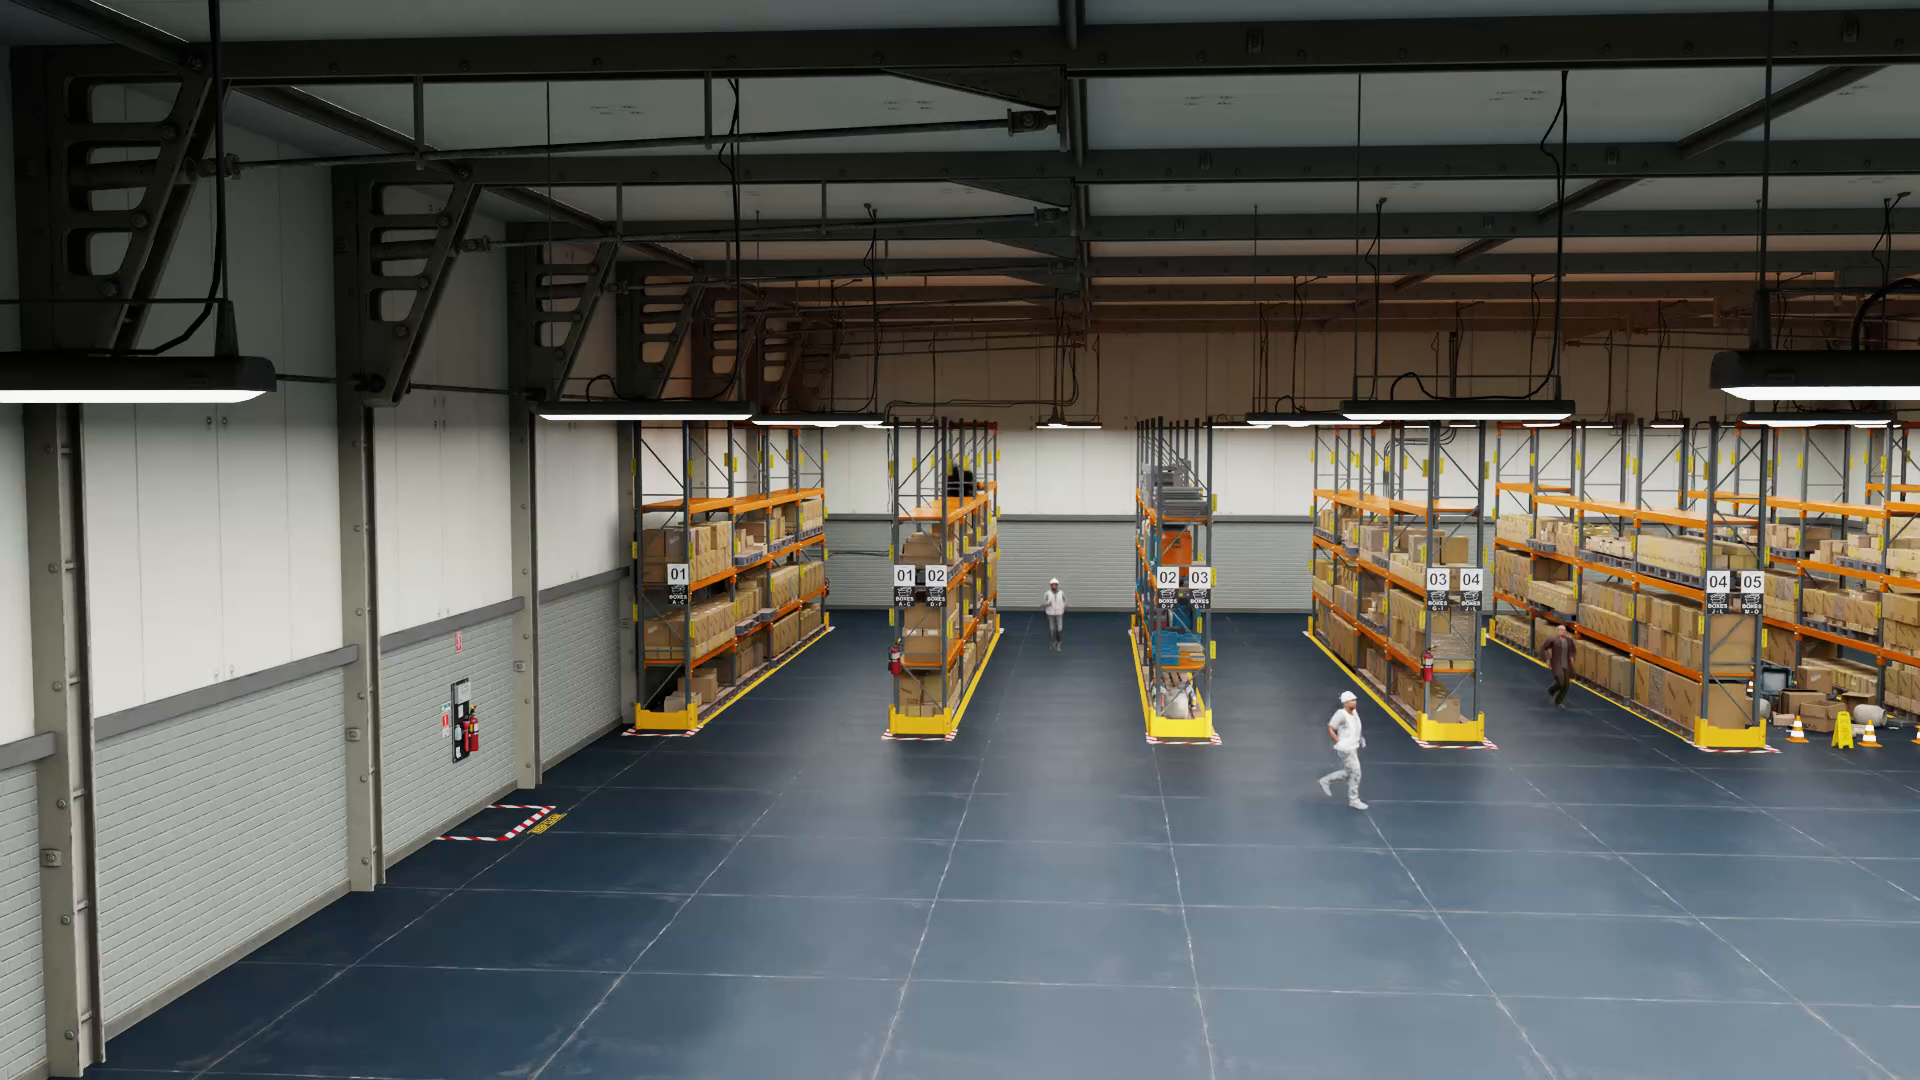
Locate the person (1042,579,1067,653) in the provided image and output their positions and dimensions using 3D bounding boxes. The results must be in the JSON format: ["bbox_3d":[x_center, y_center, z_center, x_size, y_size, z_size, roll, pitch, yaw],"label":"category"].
[{"bbox_3d":[2.367,1.886,41.283,0.641,1.844,0.661,0,4,-2],"label":"person"}]

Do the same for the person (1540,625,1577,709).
[{"bbox_3d":[12.402,2.618,34.275,0.704,1.732,0.628,0,4,-6],"label":"person"}]

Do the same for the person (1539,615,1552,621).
[{"bbox_3d":[16.495,1.807,46.784,0.712,1.724,0.768,-2,4,-32],"label":"person"}]

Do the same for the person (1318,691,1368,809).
[{"bbox_3d":[5.867,3.189,25.443,0.836,1.767,0.697,2,4,32],"label":"person"}]
